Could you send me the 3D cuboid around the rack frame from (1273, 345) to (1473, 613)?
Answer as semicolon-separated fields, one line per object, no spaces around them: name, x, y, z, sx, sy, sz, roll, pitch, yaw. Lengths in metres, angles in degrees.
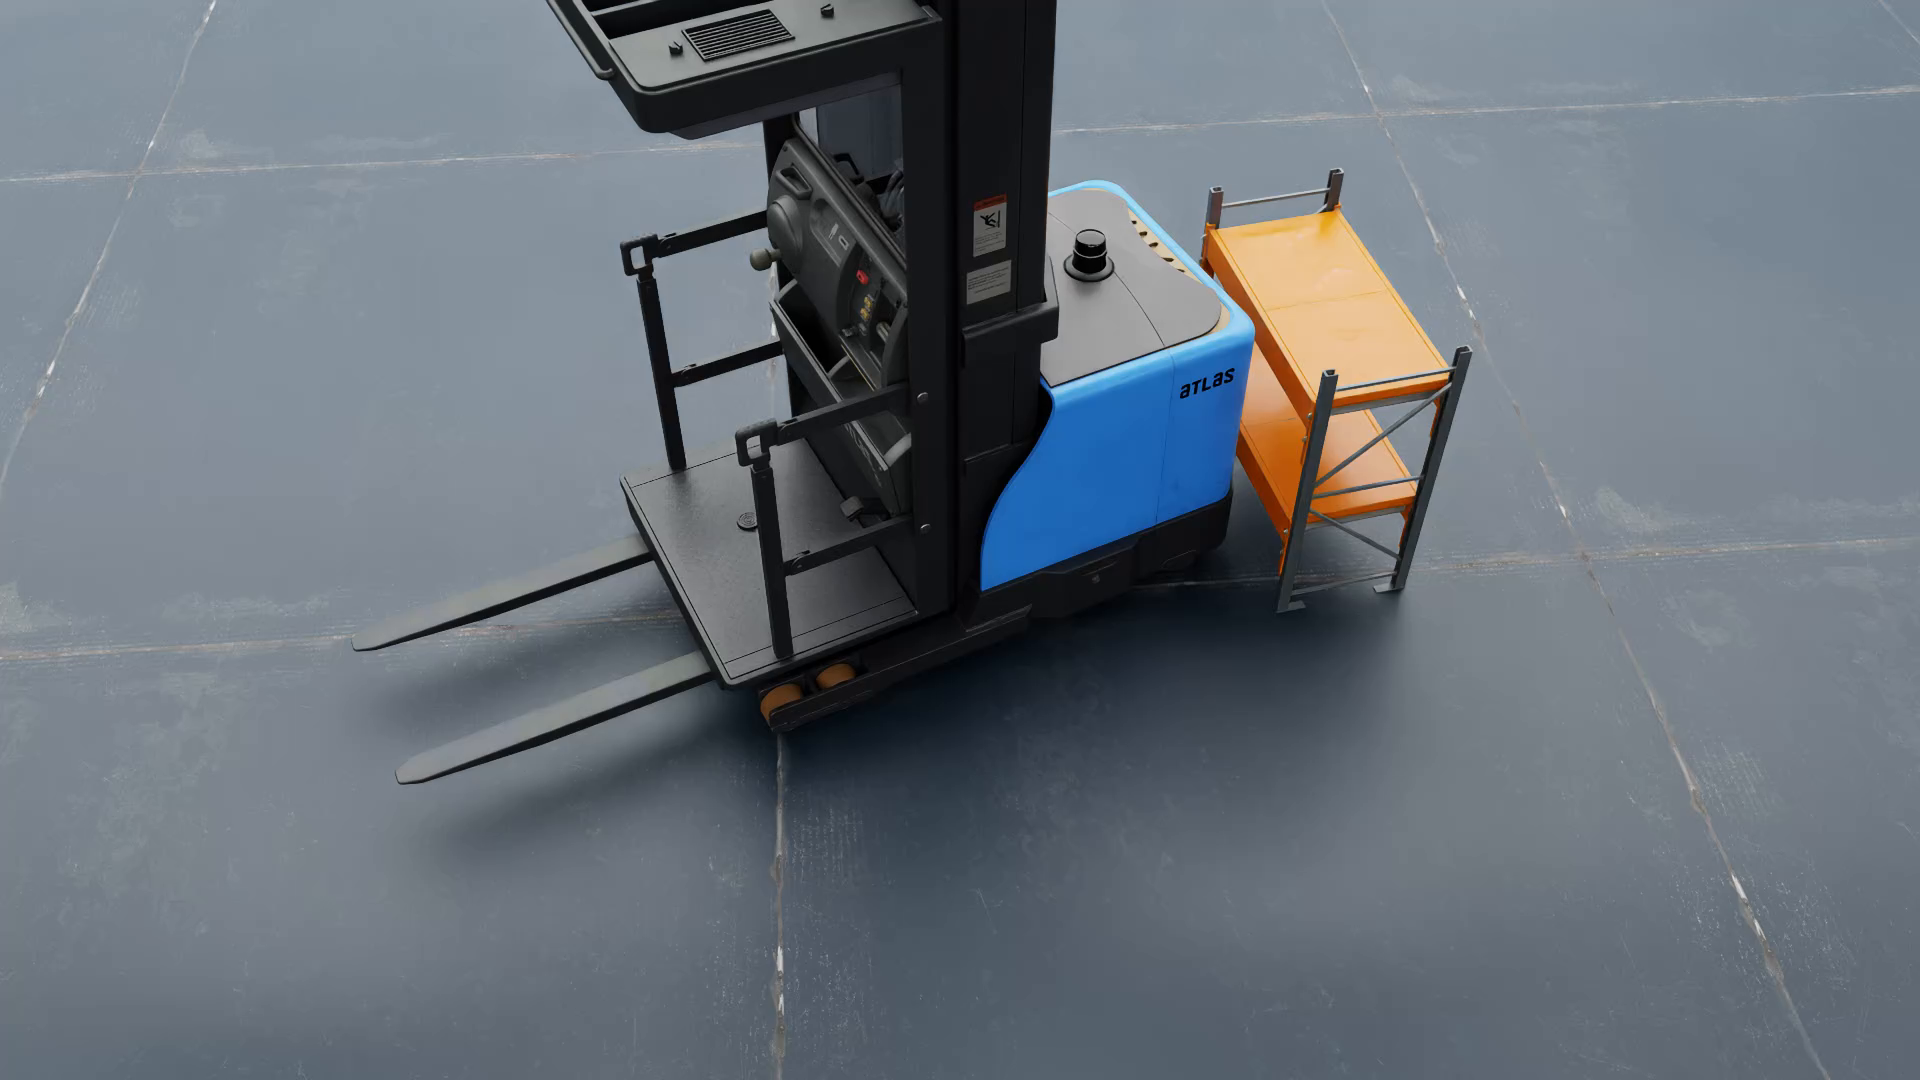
rack frame;1.380;-0.178;5.644;0.500;1.125;0.032;-10;47;-10

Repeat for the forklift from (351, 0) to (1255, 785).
forklift;-0.562;-0.801;4.990;3.031;2.935;1.130;-20;50;-18

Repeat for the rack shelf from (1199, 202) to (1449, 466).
rack shelf;1.254;-0.737;5.770;0.538;0.278;1.000;-10;47;-10

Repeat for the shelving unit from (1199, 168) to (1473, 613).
shelving unit;1.254;-0.535;5.982;0.538;1.125;1.048;-10;47;-10

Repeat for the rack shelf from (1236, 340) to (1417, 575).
rack shelf;1.254;-0.367;6.160;0.538;0.278;1.000;-10;47;-10

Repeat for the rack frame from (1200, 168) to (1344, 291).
rack frame;1.129;-0.893;6.321;0.500;1.125;0.032;-10;47;-10
